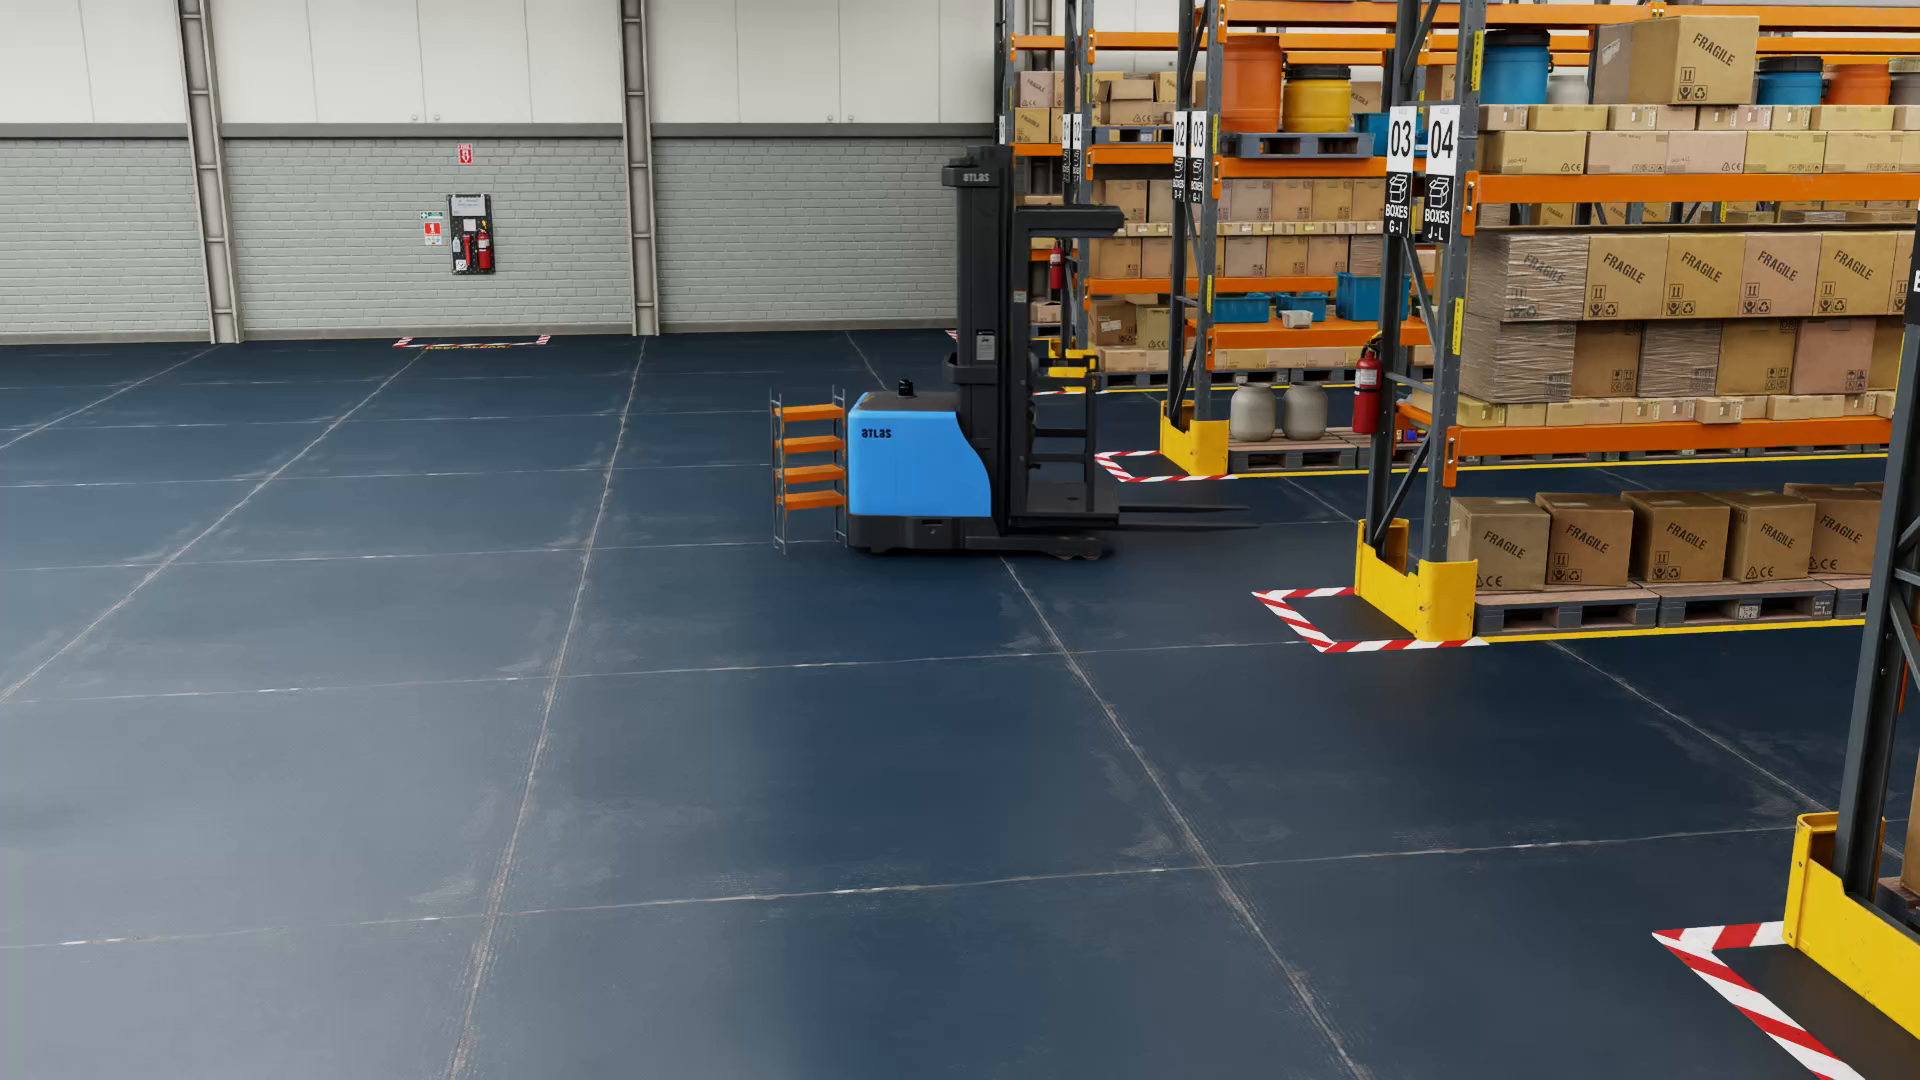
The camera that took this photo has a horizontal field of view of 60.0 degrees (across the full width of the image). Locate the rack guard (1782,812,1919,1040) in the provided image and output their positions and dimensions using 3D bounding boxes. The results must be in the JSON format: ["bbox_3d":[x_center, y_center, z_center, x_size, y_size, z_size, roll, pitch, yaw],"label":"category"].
[{"bbox_3d":[3.465,1.440,5.951,0.348,0.500,1.175,-2,14,-8],"label":"rack guard"}]

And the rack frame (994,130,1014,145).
[{"bbox_3d":[0.636,-4.544,24.675,0.127,3.000,1.000,-2,14,-8],"label":"rack frame"}]

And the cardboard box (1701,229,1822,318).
[{"bbox_3d":[4.917,-1.656,10.288,0.500,0.500,0.500,-2,14,-8],"label":"cardboard box"}]

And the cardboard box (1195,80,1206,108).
[{"bbox_3d":[3.060,-5.122,19.457,0.500,0.500,0.500,-2,14,-8],"label":"cardboard box"}]

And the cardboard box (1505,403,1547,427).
[{"bbox_3d":[3.417,-0.805,10.283,0.250,0.149,0.380,-2,14,-8],"label":"cardboard box"}]

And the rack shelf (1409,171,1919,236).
[{"bbox_3d":[4.827,-2.148,10.434,4.000,0.370,1.077,-2,14,-8],"label":"rack shelf"}]

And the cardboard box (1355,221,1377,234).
[{"bbox_3d":[4.851,-3.791,20.133,0.250,0.149,0.380,-2,14,-9],"label":"cardboard box"}]

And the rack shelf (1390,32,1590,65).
[{"bbox_3d":[7.310,-5.937,20.198,4.000,0.370,1.077,-2,14,-8],"label":"rack shelf"}]

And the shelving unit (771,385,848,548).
[{"bbox_3d":[-1.115,-0.525,12.348,0.499,1.200,0.258,-6,15,-24],"label":"shelving unit"}]

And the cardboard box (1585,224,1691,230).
[{"bbox_3d":[4.345,-1.764,10.717,0.500,0.500,0.500,-2,14,-8],"label":"cardboard box"}]

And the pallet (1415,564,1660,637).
[{"bbox_3d":[3.733,0.359,10.856,1.213,0.211,1.003,-2,14,-8],"label":"pallet"}]

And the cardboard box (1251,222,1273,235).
[{"bbox_3d":[3.578,-3.744,19.943,0.250,0.149,0.380,-2,14,-6],"label":"cardboard box"}]

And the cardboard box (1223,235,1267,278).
[{"bbox_3d":[3.371,-3.472,20.194,0.500,0.500,0.700,-2,14,-7],"label":"cardboard box"}]

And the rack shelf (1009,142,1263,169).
[{"bbox_3d":[2.613,-5.723,24.687,4.000,0.370,1.077,-2,14,-8],"label":"rack shelf"}]

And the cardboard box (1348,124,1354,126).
[{"bbox_3d":[5.752,-6.327,24.939,0.500,0.311,0.500,-2,14,-7],"label":"cardboard box"}]

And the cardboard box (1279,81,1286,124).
[{"bbox_3d":[3.685,-5.245,19.940,0.637,0.503,0.797,-1,14,-2],"label":"cardboard box"}]

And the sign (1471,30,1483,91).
[{"bbox_3d":[2.930,-2.718,9.431,0.005,0.325,0.100,-2,14,-8],"label":"sign"}]

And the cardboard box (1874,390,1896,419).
[{"bbox_3d":[5.901,-0.877,10.570,0.250,0.149,0.380,-2,14,-8],"label":"cardboard box"}]

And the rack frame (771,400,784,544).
[{"bbox_3d":[-1.338,-0.500,12.247,0.006,1.046,0.228,-6,15,-24],"label":"rack frame"}]

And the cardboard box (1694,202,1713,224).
[{"bbox_3d":[11.580,-5.083,25.967,0.500,0.500,0.500,-2,14,-8],"label":"cardboard box"}]

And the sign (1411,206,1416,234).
[{"bbox_3d":[5.417,-3.823,19.856,0.005,0.325,0.100,-2,14,-8],"label":"sign"}]

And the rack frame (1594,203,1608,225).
[{"bbox_3d":[6.067,-2.305,15.748,0.053,2.616,0.949,-2,14,-8],"label":"rack frame"}]

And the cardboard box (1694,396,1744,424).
[{"bbox_3d":[4.664,-0.832,10.389,0.250,0.149,0.380,-2,14,-8],"label":"cardboard box"}]

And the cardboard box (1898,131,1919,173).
[{"bbox_3d":[5.875,-2.401,10.272,0.500,0.250,0.500,-2,14,-7],"label":"cardboard box"}]

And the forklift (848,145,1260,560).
[{"bbox_3d":[5.292,0.499,4.707,13.132,2.935,16.207,1,14,3],"label":"forklift"}]

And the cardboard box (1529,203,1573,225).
[{"bbox_3d":[9.065,-4.993,25.605,0.500,0.500,0.500,-2,14,-7],"label":"cardboard box"}]

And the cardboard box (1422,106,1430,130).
[{"bbox_3d":[3.077,-2.631,10.367,0.250,0.149,0.380,-2,14,-8],"label":"cardboard box"}]

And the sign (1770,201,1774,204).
[{"bbox_3d":[12.592,-5.372,25.759,0.005,0.325,0.100,-2,14,-8],"label":"sign"}]

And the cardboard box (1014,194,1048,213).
[{"bbox_3d":[1.070,-4.913,24.872,0.500,0.500,0.500,-2,14,-9],"label":"cardboard box"}]

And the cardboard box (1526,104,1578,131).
[{"bbox_3d":[3.427,-2.486,9.790,0.250,0.149,0.380,-2,14,-7],"label":"cardboard box"}]

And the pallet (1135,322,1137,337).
[{"bbox_3d":[2.723,-3.259,25.282,1.213,0.211,1.003,-2,14,-8],"label":"pallet"}]

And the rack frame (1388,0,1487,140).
[{"bbox_3d":[2.849,-3.880,9.693,0.127,3.000,1.000,-2,14,-8],"label":"rack frame"}]

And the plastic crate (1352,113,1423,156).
[{"bbox_3d":[3.952,-3.750,15.374,0.575,0.384,0.392,-2,14,-8],"label":"plastic crate"}]

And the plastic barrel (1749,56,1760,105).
[{"bbox_3d":[7.184,-4.099,15.701,0.600,0.901,0.600,0,14,0],"label":"plastic barrel"}]

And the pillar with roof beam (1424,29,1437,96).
[{"bbox_3d":[7.773,-6.869,21.614,0.400,9.000,9.100,-2,14,-8],"label":"pillar with roof beam"}]

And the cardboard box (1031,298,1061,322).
[{"bbox_3d":[1.333,-3.457,24.963,0.500,0.311,0.500,-4,15,-15],"label":"cardboard box"}]

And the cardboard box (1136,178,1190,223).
[{"bbox_3d":[2.412,-4.067,19.899,0.500,0.500,0.700,-2,14,-10],"label":"cardboard box"}]

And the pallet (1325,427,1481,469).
[{"bbox_3d":[4.188,-0.894,15.854,1.213,0.211,1.003,-2,14,-8],"label":"pallet"}]

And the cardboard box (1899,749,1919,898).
[{"bbox_3d":[4.149,1.013,6.019,0.875,0.875,0.875,-2,14,-8],"label":"cardboard box"}]

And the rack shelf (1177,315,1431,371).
[{"bbox_3d":[4.089,-1.885,15.550,4.000,0.370,1.077,-2,14,-8],"label":"rack shelf"}]

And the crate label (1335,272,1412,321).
[{"bbox_3d":[3.891,-2.310,15.694,0.616,0.435,0.502,-2,14,-8],"label":"crate label"}]

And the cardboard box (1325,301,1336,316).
[{"bbox_3d":[4.410,-2.647,20.357,0.500,0.500,0.500,-2,14,-8],"label":"cardboard box"}]

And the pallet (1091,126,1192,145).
[{"bbox_3d":[2.080,-4.784,19.648,1.213,0.211,1.003,-2,14,-8],"label":"pallet"}]

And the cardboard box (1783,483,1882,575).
[{"bbox_3d":[5.838,-0.079,11.144,0.500,0.500,0.500,2,14,10],"label":"cardboard box"}]

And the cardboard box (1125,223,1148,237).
[{"bbox_3d":[2.058,-3.689,19.724,0.250,0.149,0.380,-2,14,-10],"label":"cardboard box"}]

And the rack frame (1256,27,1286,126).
[{"bbox_3d":[4.591,-7.599,24.524,0.127,3.000,1.000,-2,14,-8],"label":"rack frame"}]

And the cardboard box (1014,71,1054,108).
[{"bbox_3d":[1.053,-6.498,23.997,0.500,0.500,0.500,-3,14,-12],"label":"cardboard box"}]

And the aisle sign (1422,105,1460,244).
[{"bbox_3d":[2.833,-2.156,9.810,0.004,0.787,0.394,-2,14,-8],"label":"aisle sign"}]

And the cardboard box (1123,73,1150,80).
[{"bbox_3d":[2.550,-6.672,24.692,0.500,0.500,0.500,-2,14,-8],"label":"cardboard box"}]

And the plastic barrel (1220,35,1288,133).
[{"bbox_3d":[2.573,-4.076,14.897,0.708,0.830,0.600,-2,14,-8],"label":"plastic barrel"}]

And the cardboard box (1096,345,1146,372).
[{"bbox_3d":[1.941,-2.189,20.072,0.500,0.250,0.500,-2,14,-8],"label":"cardboard box"}]

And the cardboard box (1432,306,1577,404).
[{"bbox_3d":[3.397,-1.176,10.427,0.500,0.500,0.875,-2,14,-8],"label":"cardboard box"}]

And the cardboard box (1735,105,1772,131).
[{"bbox_3d":[4.687,-2.559,10.081,0.250,0.149,0.380,-2,14,-9],"label":"cardboard box"}]

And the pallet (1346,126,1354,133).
[{"bbox_3d":[4.493,-4.873,20.000,1.213,0.211,1.003,-2,14,-8],"label":"pallet"}]

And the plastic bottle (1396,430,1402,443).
[{"bbox_3d":[4.053,-1.012,15.438,0.097,0.201,0.097,0,14,0],"label":"plastic bottle"}]
